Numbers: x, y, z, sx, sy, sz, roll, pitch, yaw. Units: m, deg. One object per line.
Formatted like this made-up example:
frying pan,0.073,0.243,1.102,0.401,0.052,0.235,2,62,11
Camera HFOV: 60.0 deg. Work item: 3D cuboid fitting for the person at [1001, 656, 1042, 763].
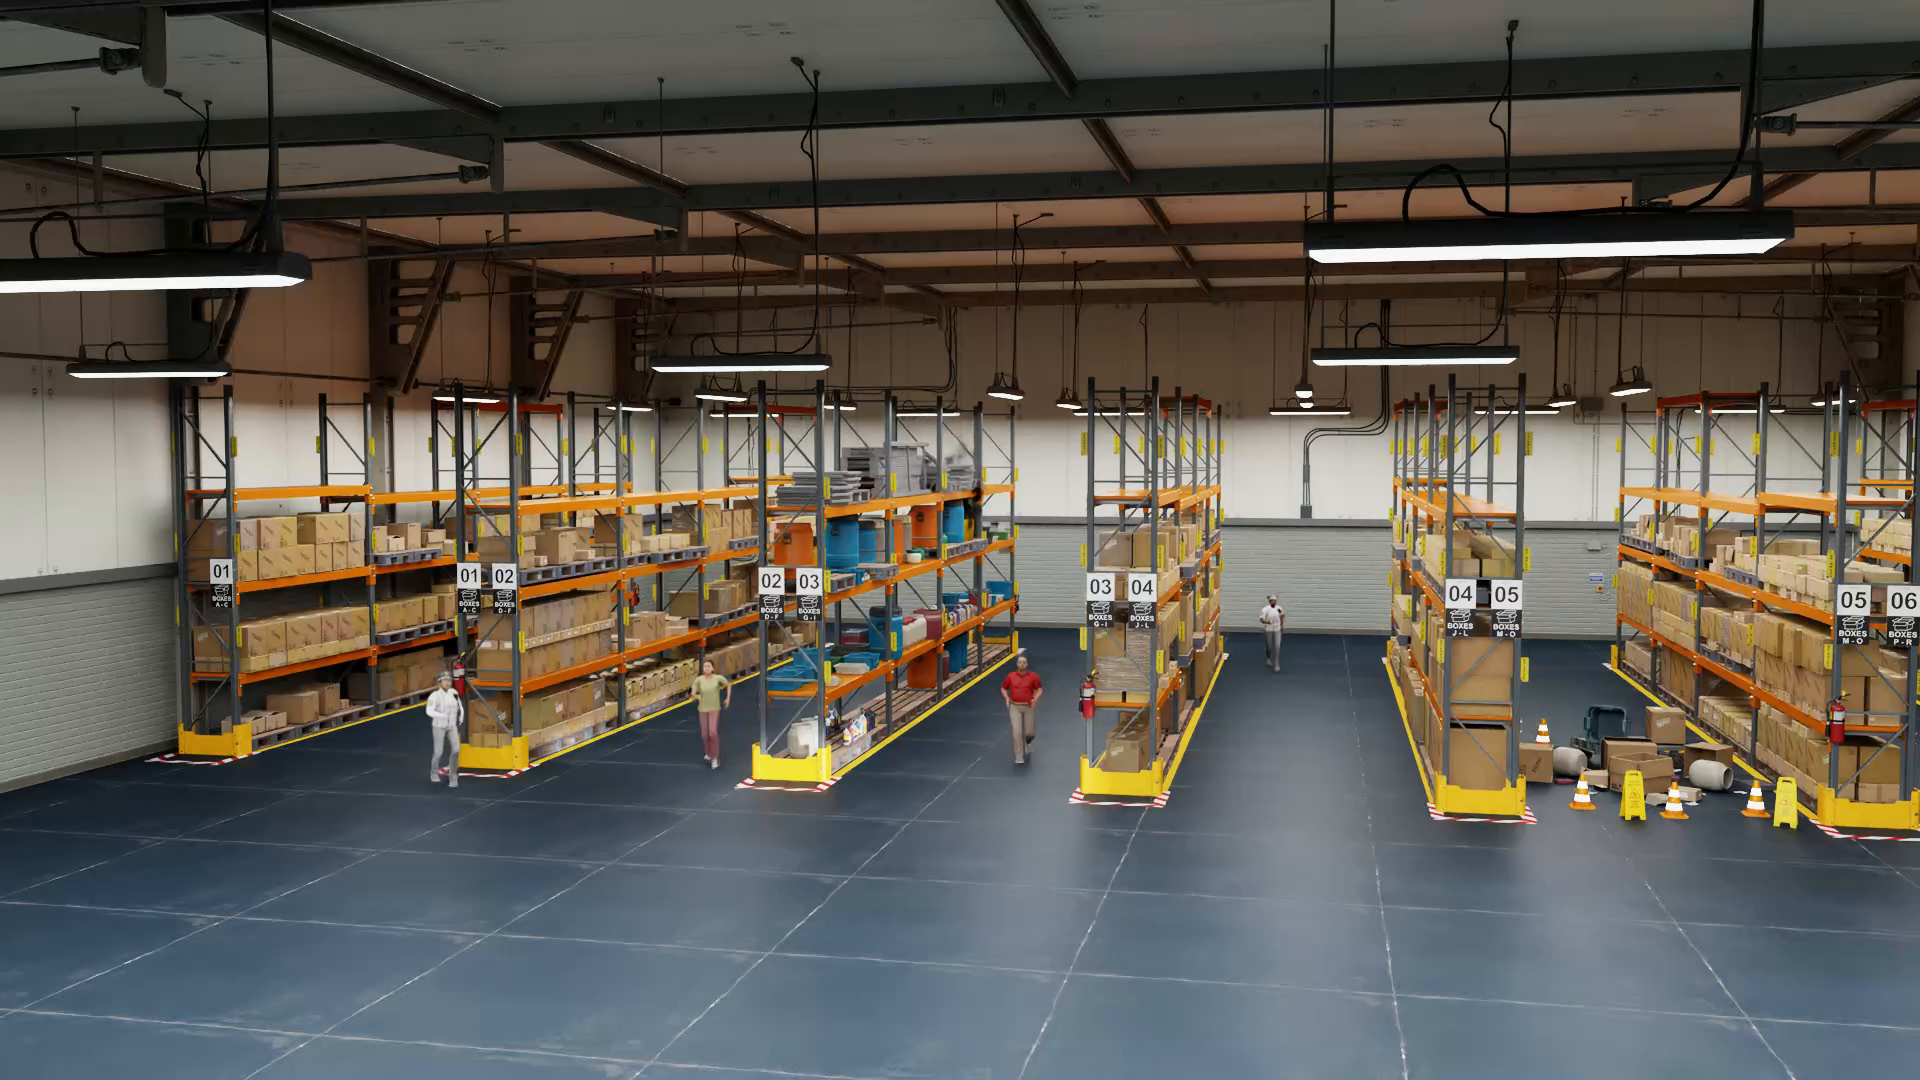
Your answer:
person,0.980,2.681,26.448,0.664,1.675,0.624,0,3,2

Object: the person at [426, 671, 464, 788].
person,-7.580,2.803,24.533,0.628,1.763,0.719,-3,4,-40

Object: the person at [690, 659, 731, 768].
person,-3.920,2.726,26.092,0.597,1.732,0.711,0,3,3

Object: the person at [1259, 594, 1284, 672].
person,7.007,2.052,37.309,0.584,1.703,0.937,0,3,4
